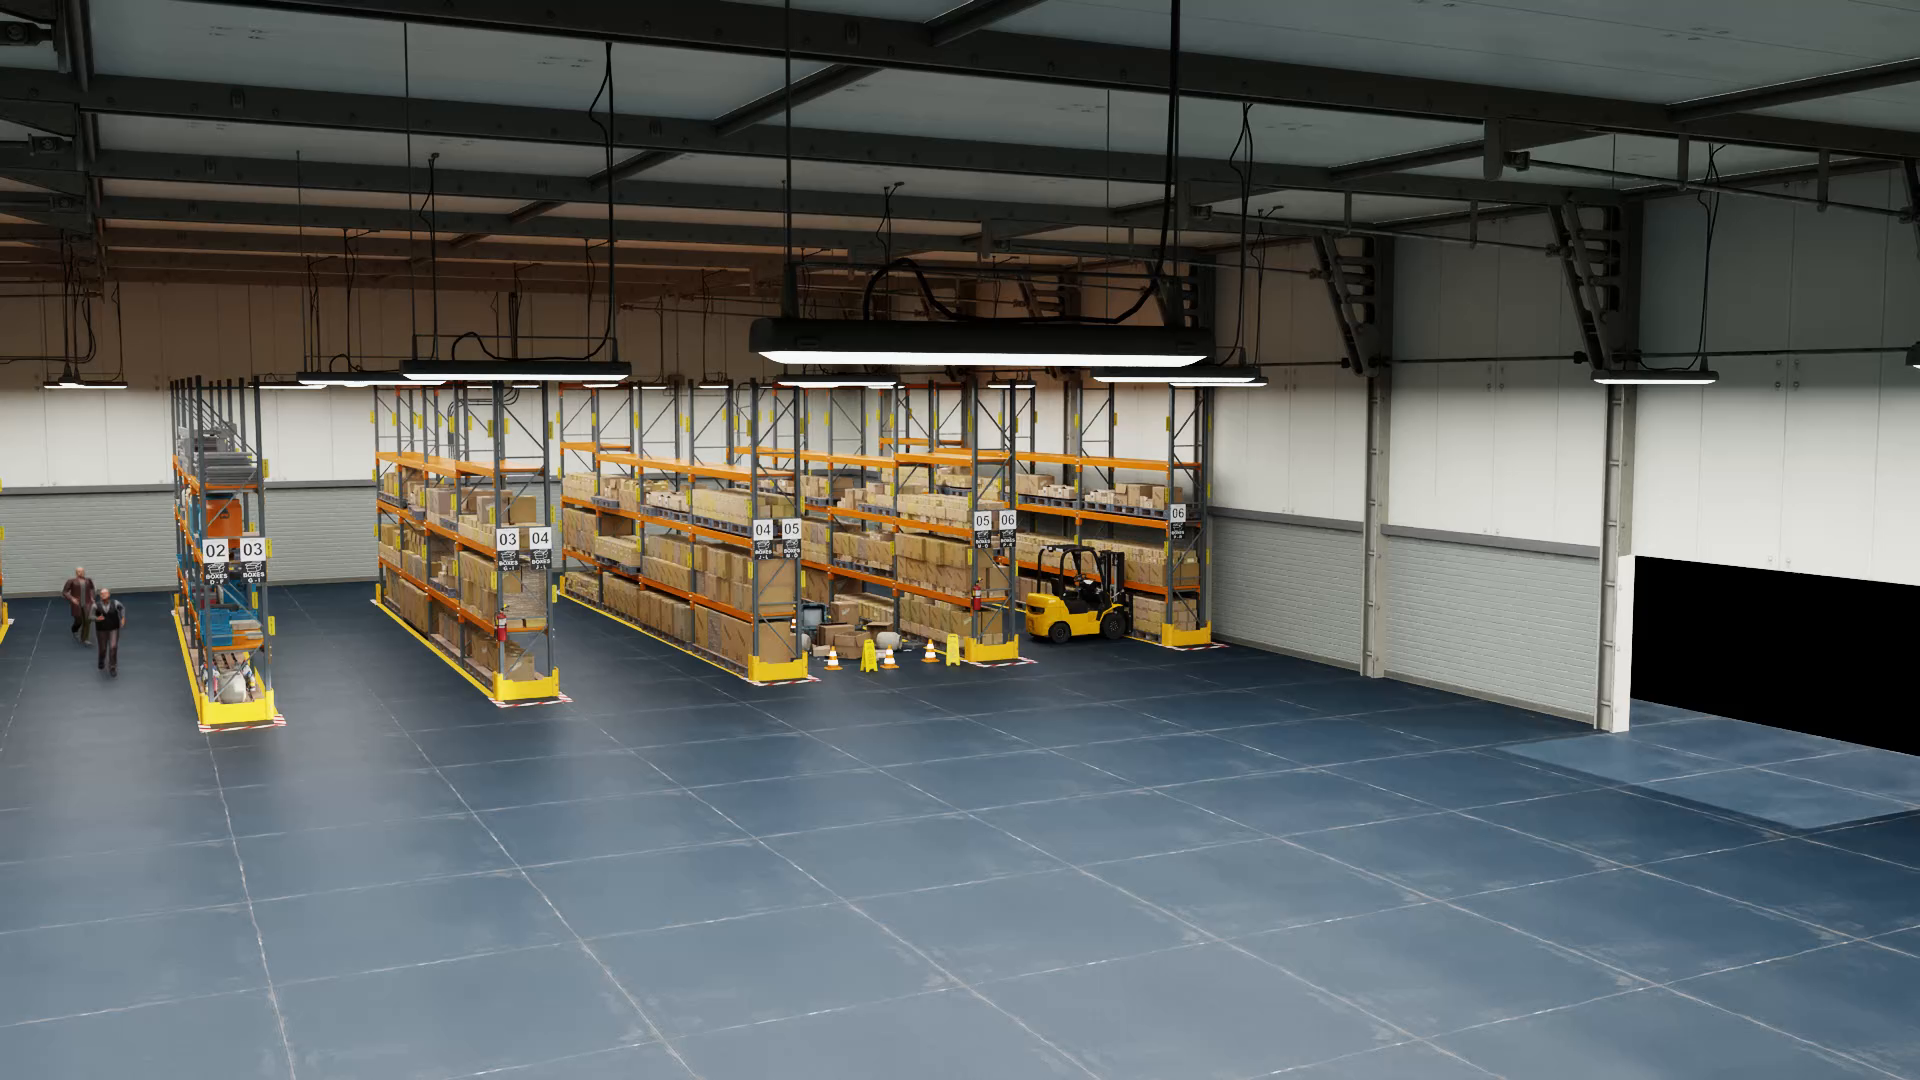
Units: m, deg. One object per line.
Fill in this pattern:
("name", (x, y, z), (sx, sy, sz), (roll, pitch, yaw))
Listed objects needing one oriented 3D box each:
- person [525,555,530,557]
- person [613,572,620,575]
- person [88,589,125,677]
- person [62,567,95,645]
("person", (-11.555, 0.956, 44.941), (0.621, 1.579, 0.677), (-2, 5, -18))
("person", (-9.966, 0.546, 48.645), (0.667, 1.711, 0.705), (2, 6, 26))
("person", (-17.321, 1.860, 33.788), (0.665, 1.754, 0.954), (-3, 6, -26))
("person", (-20.035, 1.491, 37.878), (0.718, 1.762, 0.845), (-5, 7, -43))
